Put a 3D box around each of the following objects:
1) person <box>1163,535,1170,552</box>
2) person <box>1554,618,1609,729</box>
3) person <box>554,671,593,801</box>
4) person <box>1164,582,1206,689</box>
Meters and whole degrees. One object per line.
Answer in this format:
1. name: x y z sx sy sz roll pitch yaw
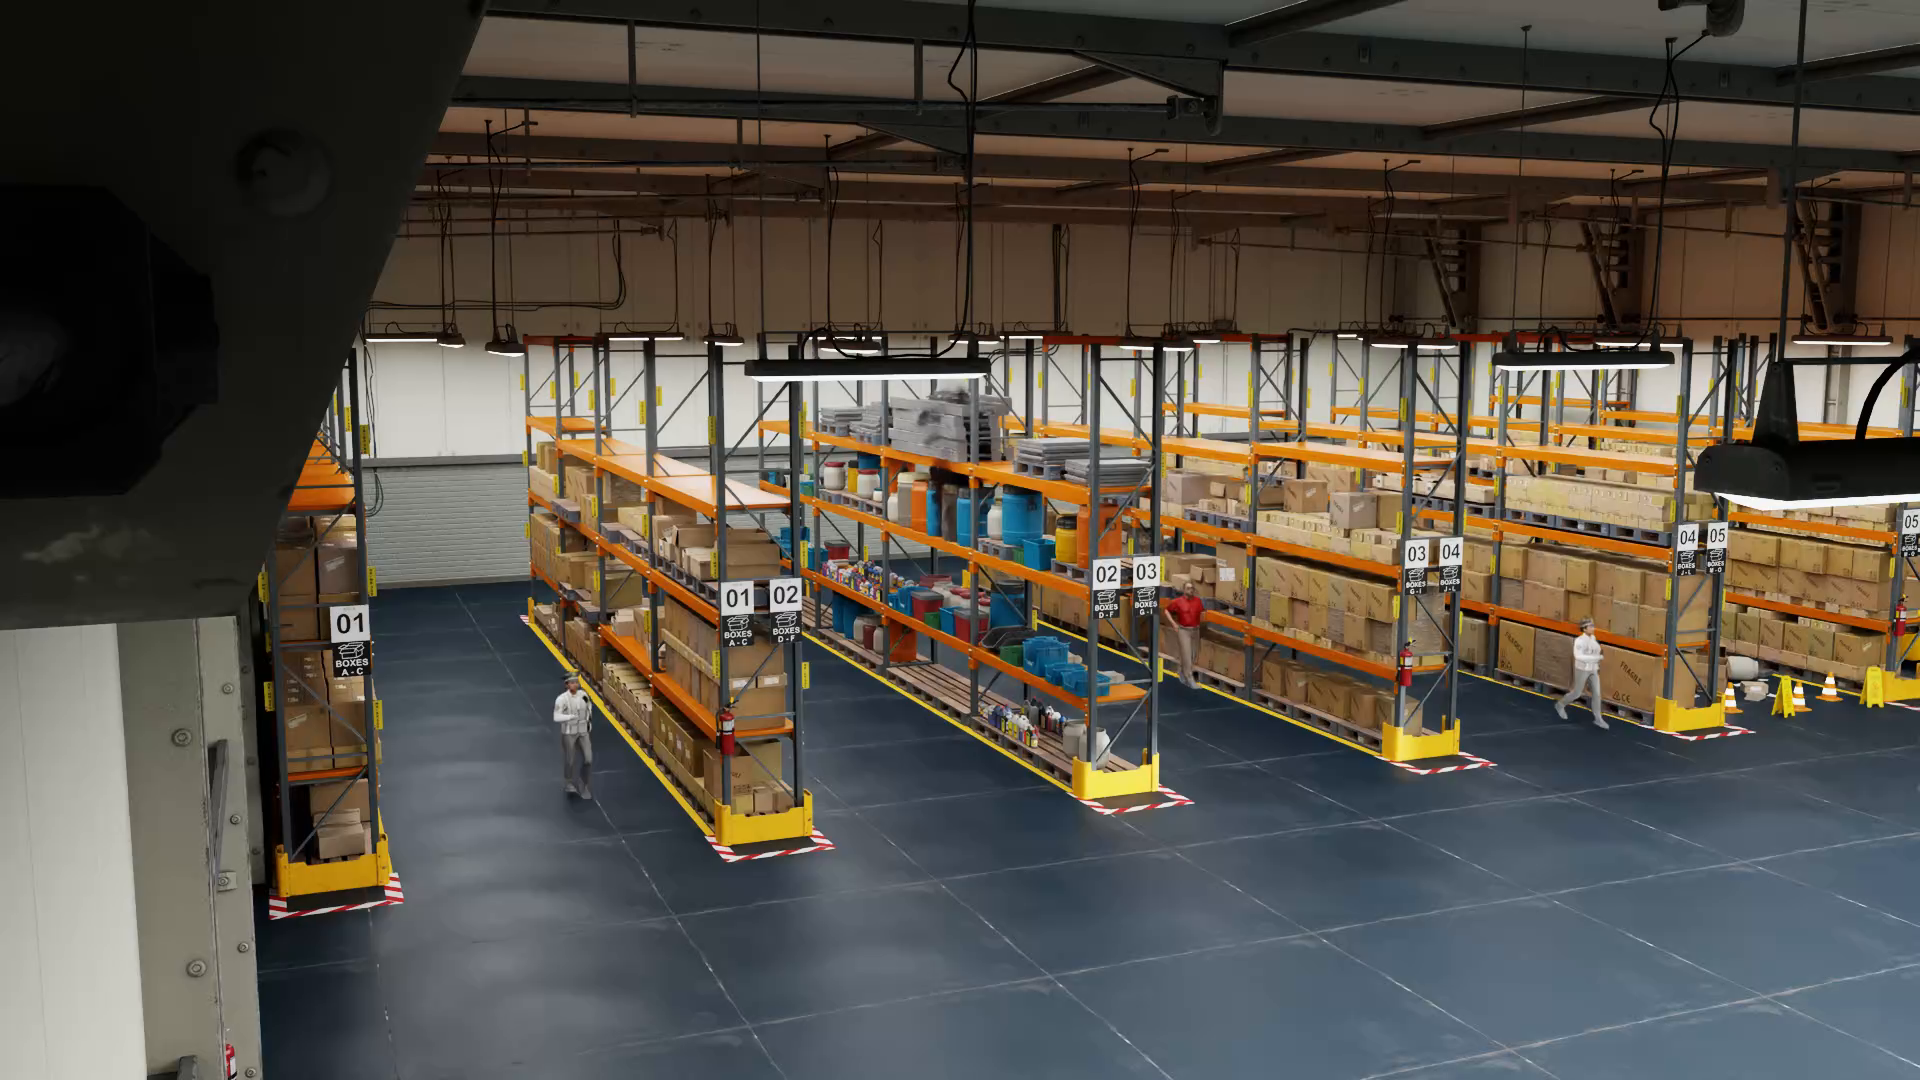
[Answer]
1. person: 5.085 -0.076 41.773 0.587 1.734 0.704 -4 9 -29
2. person: 9.753 2.028 25.904 0.621 1.672 0.933 -5 9 -31
3. person: -5.094 2.579 22.014 0.592 1.734 0.601 -5 9 -31
4. person: 3.762 1.569 27.397 0.673 1.762 0.882 -3 8 -24
